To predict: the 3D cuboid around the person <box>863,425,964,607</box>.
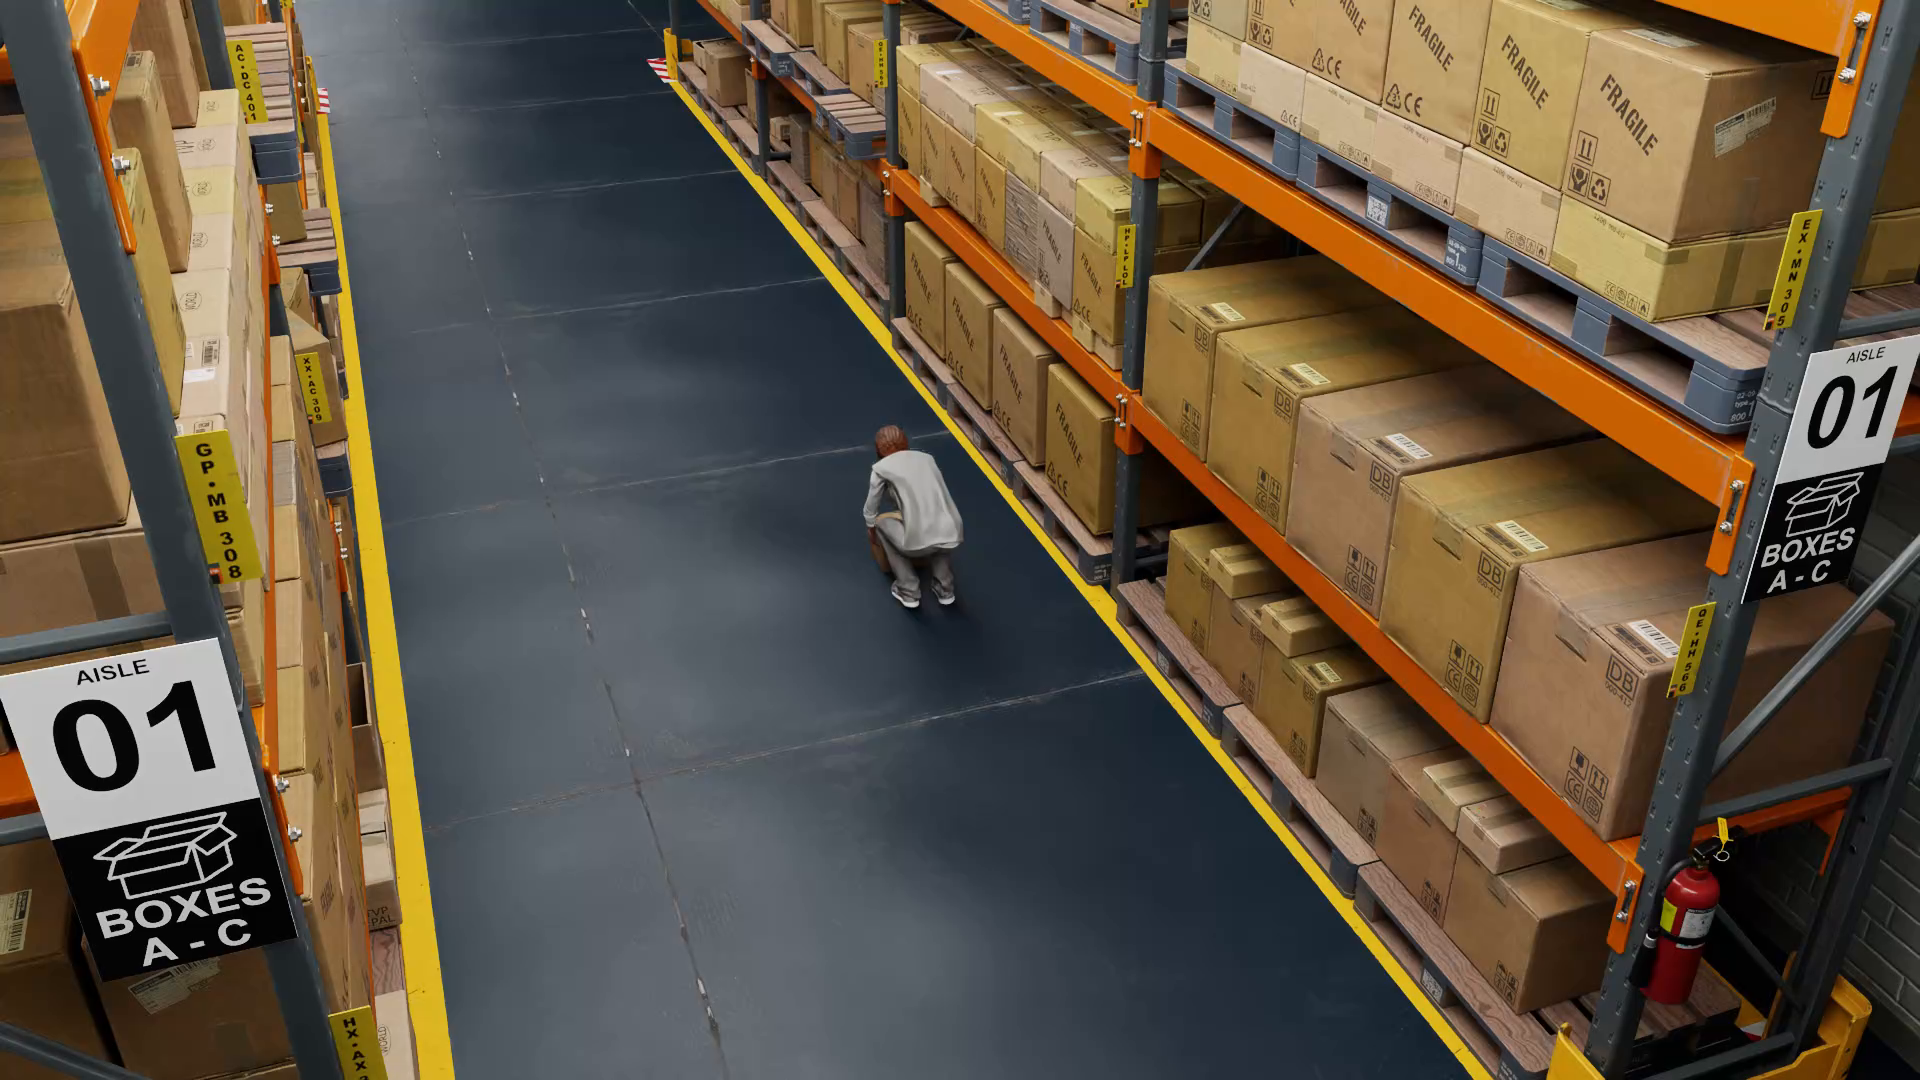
[{"bbox_3d":[-0.257,-0.101,9.203,0.449,0.906,0.792,-10,32,-17],"label":"person"}]
